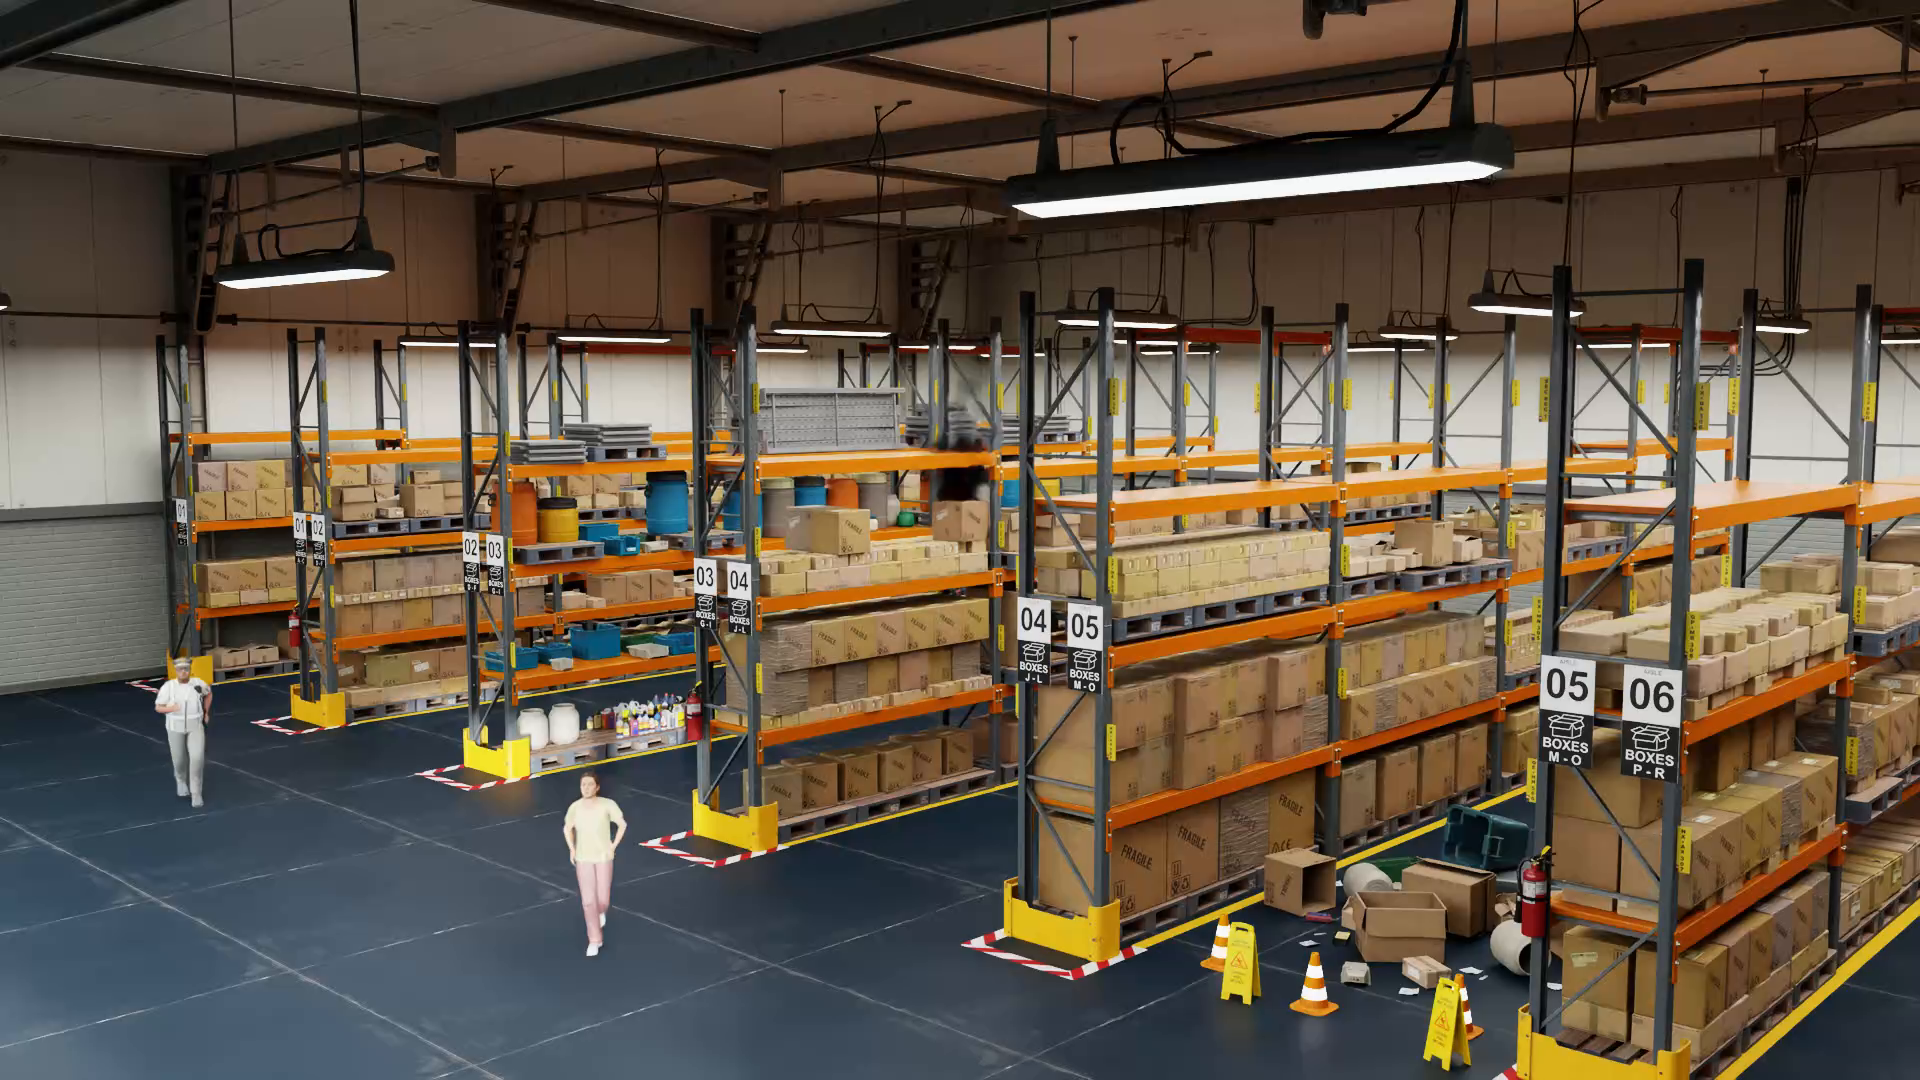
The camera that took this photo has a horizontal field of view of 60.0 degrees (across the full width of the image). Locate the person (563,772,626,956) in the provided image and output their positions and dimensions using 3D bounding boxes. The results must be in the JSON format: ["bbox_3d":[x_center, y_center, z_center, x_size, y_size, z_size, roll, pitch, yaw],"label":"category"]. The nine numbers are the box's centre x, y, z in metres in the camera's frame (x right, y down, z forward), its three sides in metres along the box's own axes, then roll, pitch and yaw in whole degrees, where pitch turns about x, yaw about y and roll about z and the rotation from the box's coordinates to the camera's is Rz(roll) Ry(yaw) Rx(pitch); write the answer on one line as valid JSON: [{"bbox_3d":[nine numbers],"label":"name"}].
[{"bbox_3d":[-3.354,2.927,15.269,0.576,1.646,0.627,0,5,-4],"label":"person"}]

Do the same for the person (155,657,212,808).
[{"bbox_3d":[-9.553,2.335,20.511,0.653,1.805,0.898,-3,6,-27],"label":"person"}]

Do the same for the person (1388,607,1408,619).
[{"bbox_3d":[7.087,1.811,26.800,0.659,1.674,0.600,4,7,40],"label":"person"}]
